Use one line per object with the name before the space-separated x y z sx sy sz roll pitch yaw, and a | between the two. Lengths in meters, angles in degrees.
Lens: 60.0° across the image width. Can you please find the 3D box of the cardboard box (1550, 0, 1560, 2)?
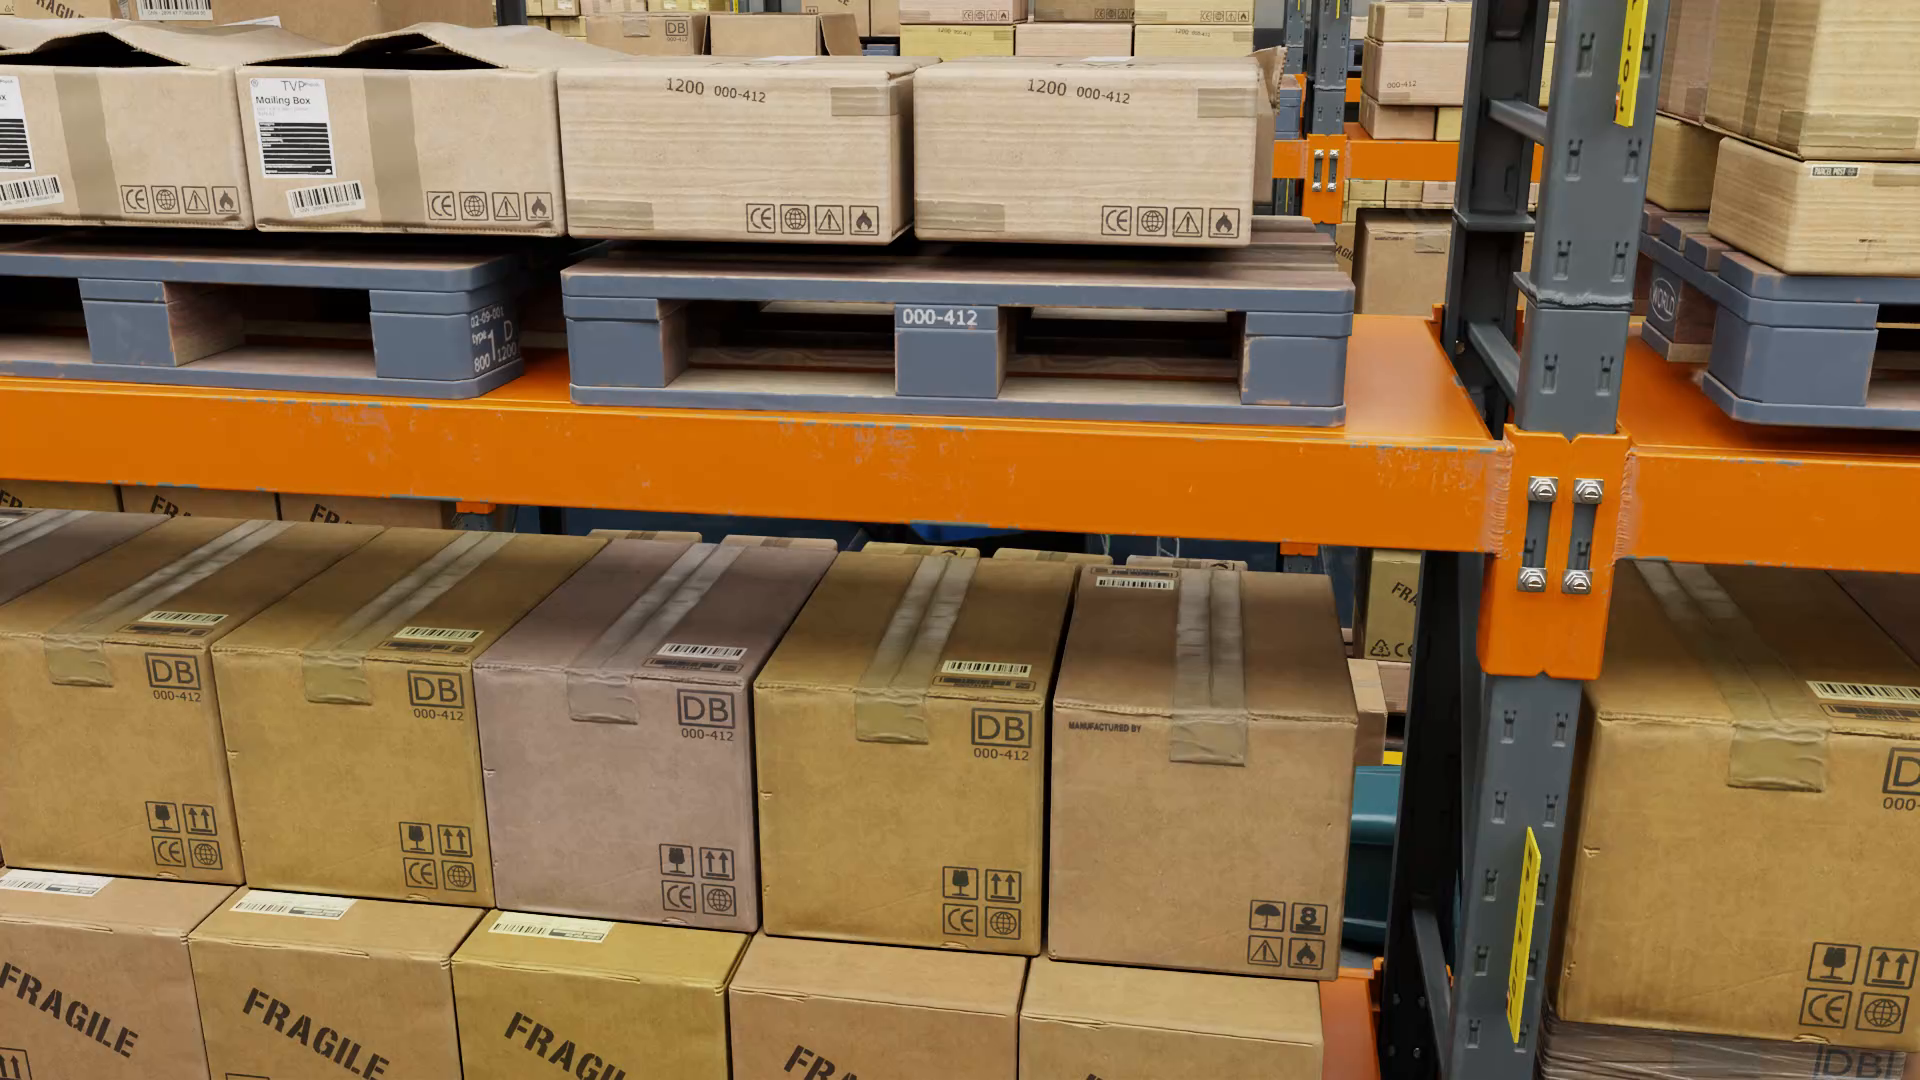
cardboard box | 4.318 -3.749 11.572 0.637 0.503 0.797 4 19 10

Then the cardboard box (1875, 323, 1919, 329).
cardboard box | 4.019 -1.047 7.003 0.500 0.500 0.700 3 19 8

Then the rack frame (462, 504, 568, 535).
rack frame | -2.322 -0.808 8.492 0.127 3.000 1.000 3 19 9

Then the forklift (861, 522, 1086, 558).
forklift | -0.224 -1.580 10.905 1.130 2.935 3.031 -7 20 -19

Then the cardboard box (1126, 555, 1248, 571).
cardboard box | 1.109 0.414 8.317 0.625 0.372 0.950 3 19 9

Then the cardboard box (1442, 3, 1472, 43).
cardboard box | 2.148 -2.166 6.963 0.250 0.149 0.380 3 19 10

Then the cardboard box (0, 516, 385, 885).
cardboard box | -1.559 0.302 3.440 0.500 0.500 0.700 3 19 8

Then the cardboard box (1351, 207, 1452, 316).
cardboard box | 2.027 -1.180 7.399 0.500 0.500 0.700 3 19 8

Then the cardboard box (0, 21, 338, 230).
cardboard box | -1.326 -0.723 2.830 0.500 0.311 0.500 3 19 8

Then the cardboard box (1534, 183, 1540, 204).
cardboard box | 4.212 -2.502 11.906 0.250 0.149 0.380 3 19 9

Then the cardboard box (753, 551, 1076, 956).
cardboard box | -0.057 0.379 3.210 0.500 0.500 0.700 3 19 8

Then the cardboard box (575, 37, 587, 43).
cardboard box | -2.580 -3.690 12.612 0.500 0.250 0.500 3 19 9

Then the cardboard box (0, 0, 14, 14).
cardboard box | -7.537 -4.320 13.239 0.500 0.250 0.500 3 19 10

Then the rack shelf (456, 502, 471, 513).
rack shelf | -4.297 -0.568 8.907 4.000 0.370 1.077 3 19 9

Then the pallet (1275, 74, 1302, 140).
pallet | 1.035 -2.005 7.636 1.003 0.211 1.213 3 19 9

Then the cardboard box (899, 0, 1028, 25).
cardboard box | 0.024 -2.428 7.393 0.500 0.250 0.500 3 19 10

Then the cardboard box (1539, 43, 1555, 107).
cardboard box | 2.529 -1.968 6.999 0.500 0.250 0.500 3 19 8

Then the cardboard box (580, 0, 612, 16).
cardboard box | -2.683 -4.040 12.561 0.250 0.149 0.380 3 19 8

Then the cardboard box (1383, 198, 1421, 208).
cardboard box | 3.201 -2.402 12.075 0.250 0.149 0.380 3 19 9

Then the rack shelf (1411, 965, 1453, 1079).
rack shelf | 2.917 1.391 3.053 4.000 0.370 1.077 3 19 9

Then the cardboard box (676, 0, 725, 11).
cardboard box | -1.925 -3.970 12.352 0.250 0.149 0.380 4 19 10

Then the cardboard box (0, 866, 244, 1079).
cardboard box | -1.607 0.857 3.355 0.500 0.500 0.500 3 19 9

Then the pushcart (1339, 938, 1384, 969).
pushcart | 1.315 1.353 6.164 0.936 0.377 1.648 -3 19 -10

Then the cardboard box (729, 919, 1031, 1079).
cardboard box | -0.115 0.933 3.128 0.500 0.500 0.500 3 19 8

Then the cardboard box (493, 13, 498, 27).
cardboard box | -3.643 -4.060 13.060 0.250 0.149 0.380 3 19 9

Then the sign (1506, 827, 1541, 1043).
sign | 0.865 0.608 2.559 0.005 0.325 0.100 3 19 9

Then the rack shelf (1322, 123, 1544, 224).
rack shelf | 3.602 -1.588 7.227 4.000 0.370 1.077 3 19 9

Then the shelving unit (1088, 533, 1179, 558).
shelving unit | 1.062 -0.377 10.039 0.503 1.200 0.258 -8 20 -22

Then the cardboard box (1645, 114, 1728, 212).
cardboard box | 1.352 -0.683 2.966 0.250 0.149 0.380 3 19 8

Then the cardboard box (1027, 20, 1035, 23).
cardboard box | 0.112 -2.356 7.965 0.500 0.250 0.500 3 19 8

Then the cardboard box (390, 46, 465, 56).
cardboard box | -0.872 -0.817 3.183 0.258 0.266 0.396 3 19 9

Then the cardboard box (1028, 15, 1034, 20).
cardboard box | 0.516 -3.711 12.017 0.250 0.149 0.380 3 19 8

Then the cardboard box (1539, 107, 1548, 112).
cardboard box | 2.408 -1.809 7.152 0.250 0.149 0.380 3 19 9

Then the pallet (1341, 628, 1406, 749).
pallet | 2.296 0.738 8.265 1.213 0.211 1.003 3 19 9

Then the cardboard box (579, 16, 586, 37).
cardboard box | -2.687 -3.886 12.570 0.250 0.149 0.380 3 19 9

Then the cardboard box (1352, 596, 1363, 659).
cardboard box | 2.254 0.443 8.422 0.500 0.250 0.500 4 19 11

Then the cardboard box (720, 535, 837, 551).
cardboard box | -1.036 0.305 8.644 0.625 0.372 0.950 3 19 8

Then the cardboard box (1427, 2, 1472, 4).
cardboard box | 2.244 -2.352 7.517 0.250 0.149 0.380 2 19 7

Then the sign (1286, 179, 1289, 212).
sign | 2.334 -2.503 11.857 0.005 0.325 0.100 3 19 9

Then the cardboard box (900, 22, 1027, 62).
cardboard box | 0.026 -2.195 7.482 0.500 0.250 0.500 3 19 9

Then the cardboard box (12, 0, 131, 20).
cardboard box | -4.108 -2.475 7.927 0.500 0.500 0.500 3 19 9

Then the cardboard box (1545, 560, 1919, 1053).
cardboard box | 1.301 0.395 2.957 0.550 0.550 0.875 3 19 9

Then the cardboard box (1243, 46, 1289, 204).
cardboard box | 0.385 -0.765 3.027 0.396 0.266 0.258 3 19 8

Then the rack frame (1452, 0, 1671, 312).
rack frame | 0.942 -1.896 2.288 0.127 3.000 1.000 3 19 9

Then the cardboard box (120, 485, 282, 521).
cardboard box | -3.871 -0.107 9.082 0.875 0.875 0.875 3 19 9

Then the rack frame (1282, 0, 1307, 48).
rack frame | 2.411 -5.007 11.586 0.127 3.000 1.000 3 19 9

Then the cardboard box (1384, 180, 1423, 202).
cardboard box | 3.204 -2.555 12.062 0.250 0.149 0.380 3 19 8

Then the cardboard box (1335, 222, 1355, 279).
cardboard box | 2.808 -2.106 12.211 0.500 0.500 0.500 2 19 7

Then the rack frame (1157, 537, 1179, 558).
rack frame | 1.286 -0.408 10.131 0.015 1.200 0.240 -8 20 -22

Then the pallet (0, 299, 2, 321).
pallet | -2.363 -0.570 3.349 1.003 0.211 1.213 4 19 11

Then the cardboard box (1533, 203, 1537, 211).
cardboard box | 4.207 -2.335 11.874 0.250 0.149 0.380 3 19 8
